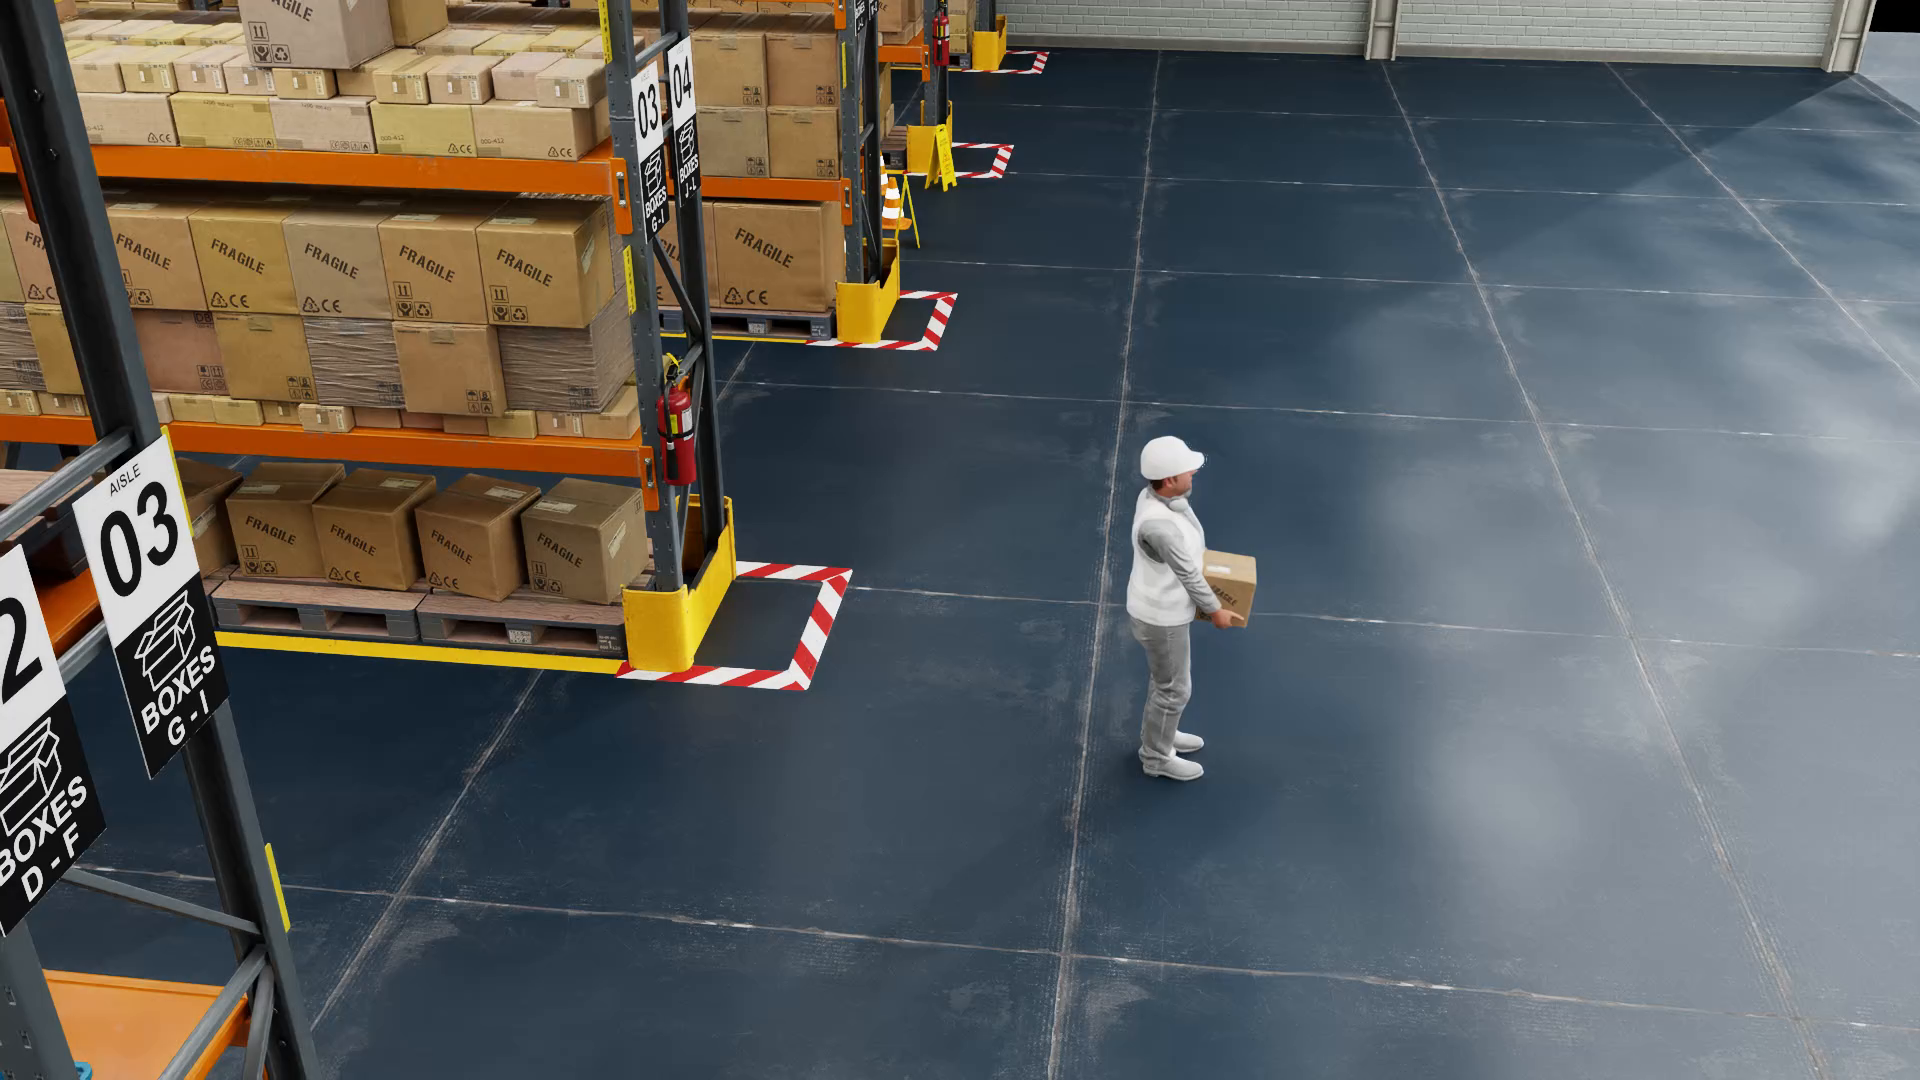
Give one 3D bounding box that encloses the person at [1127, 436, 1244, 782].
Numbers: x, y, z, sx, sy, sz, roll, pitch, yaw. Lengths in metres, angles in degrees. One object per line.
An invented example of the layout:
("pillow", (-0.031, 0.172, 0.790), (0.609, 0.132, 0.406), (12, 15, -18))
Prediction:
("person", (1.083, 0.322, 8.000), (0.549, 1.770, 0.495), (4, 28, 7))
